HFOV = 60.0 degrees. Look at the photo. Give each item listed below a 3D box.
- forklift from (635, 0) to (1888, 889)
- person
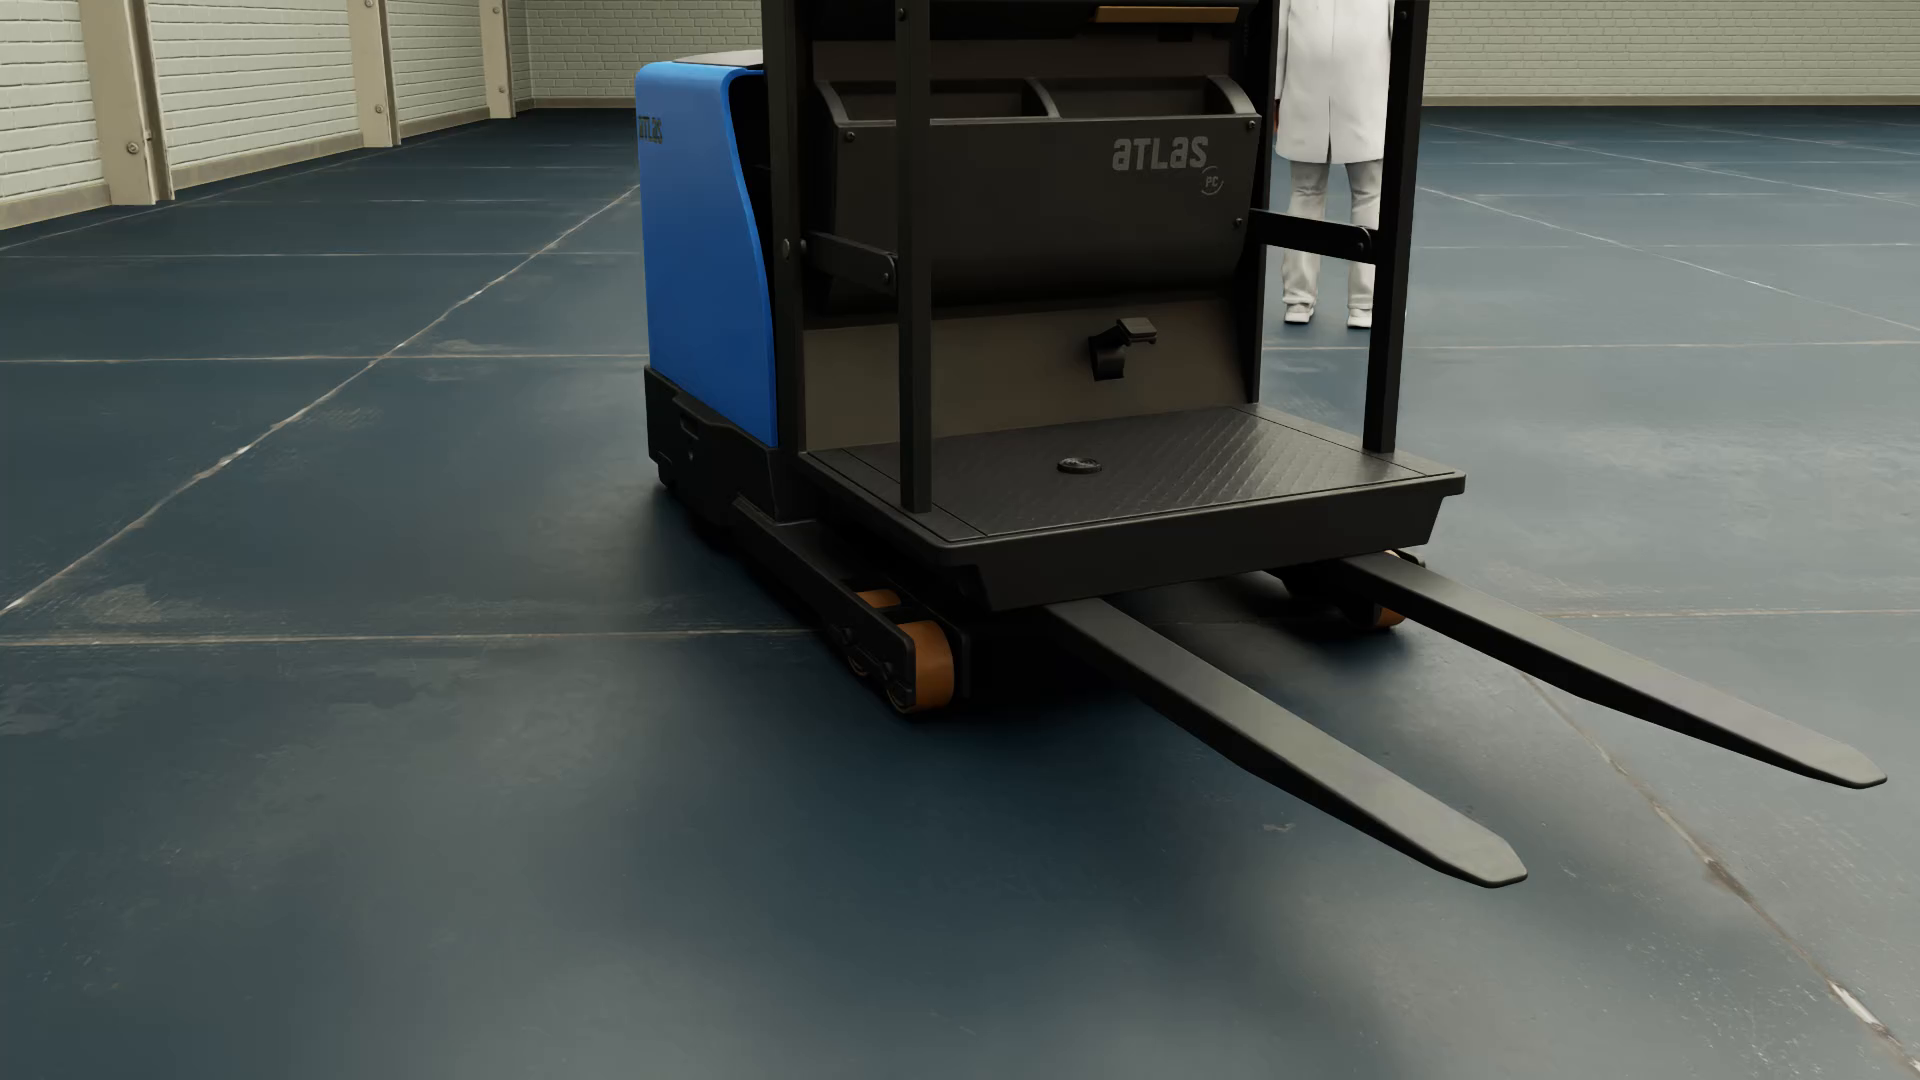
[{"bbox_3d":[0.258,-1.240,2.962,1.130,2.935,3.031,-8,19,-24],"label":"forklift"},{"bbox_3d":[1.512,-1.756,6.629,0.646,1.772,0.436,8,19,23],"label":"person"}]
